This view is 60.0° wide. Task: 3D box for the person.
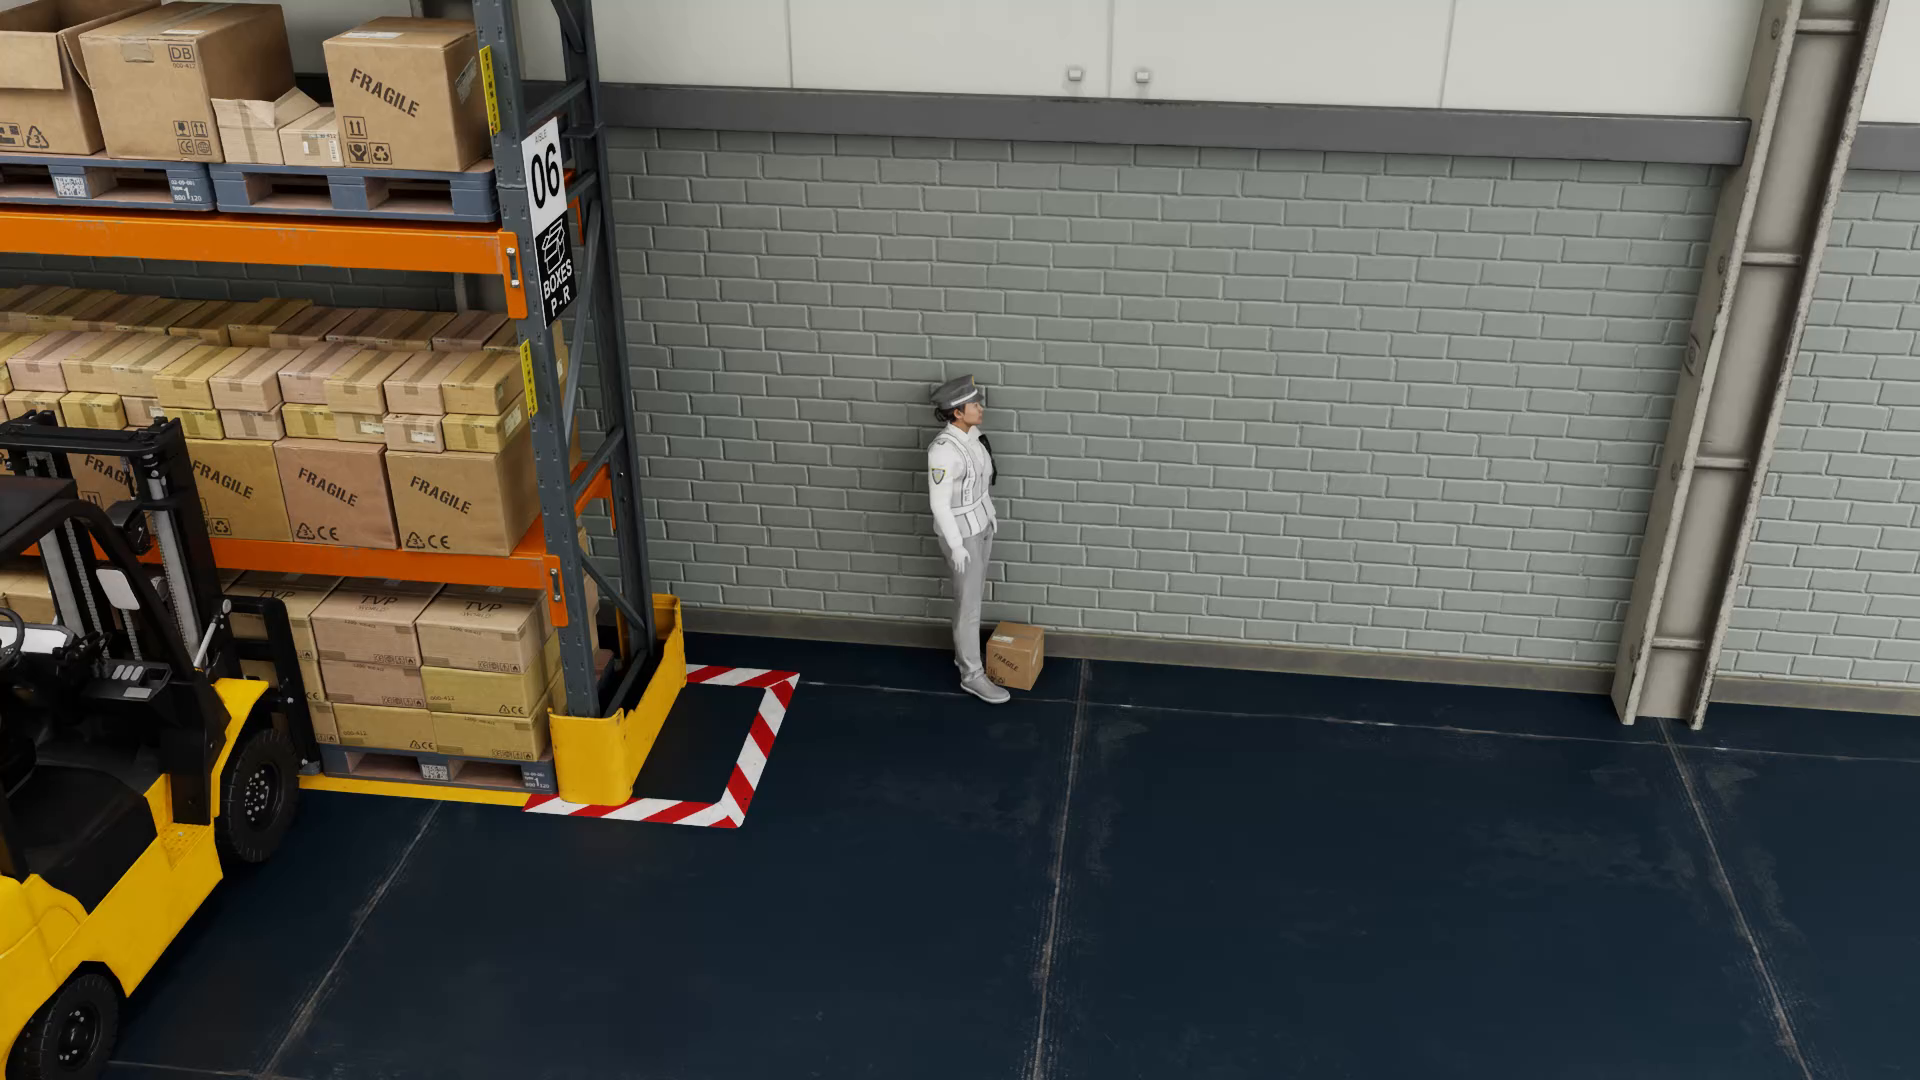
[{"bbox_3d":[0.092,-0.041,8.646,0.534,1.697,0.588,10,30,18],"label":"person"}]
